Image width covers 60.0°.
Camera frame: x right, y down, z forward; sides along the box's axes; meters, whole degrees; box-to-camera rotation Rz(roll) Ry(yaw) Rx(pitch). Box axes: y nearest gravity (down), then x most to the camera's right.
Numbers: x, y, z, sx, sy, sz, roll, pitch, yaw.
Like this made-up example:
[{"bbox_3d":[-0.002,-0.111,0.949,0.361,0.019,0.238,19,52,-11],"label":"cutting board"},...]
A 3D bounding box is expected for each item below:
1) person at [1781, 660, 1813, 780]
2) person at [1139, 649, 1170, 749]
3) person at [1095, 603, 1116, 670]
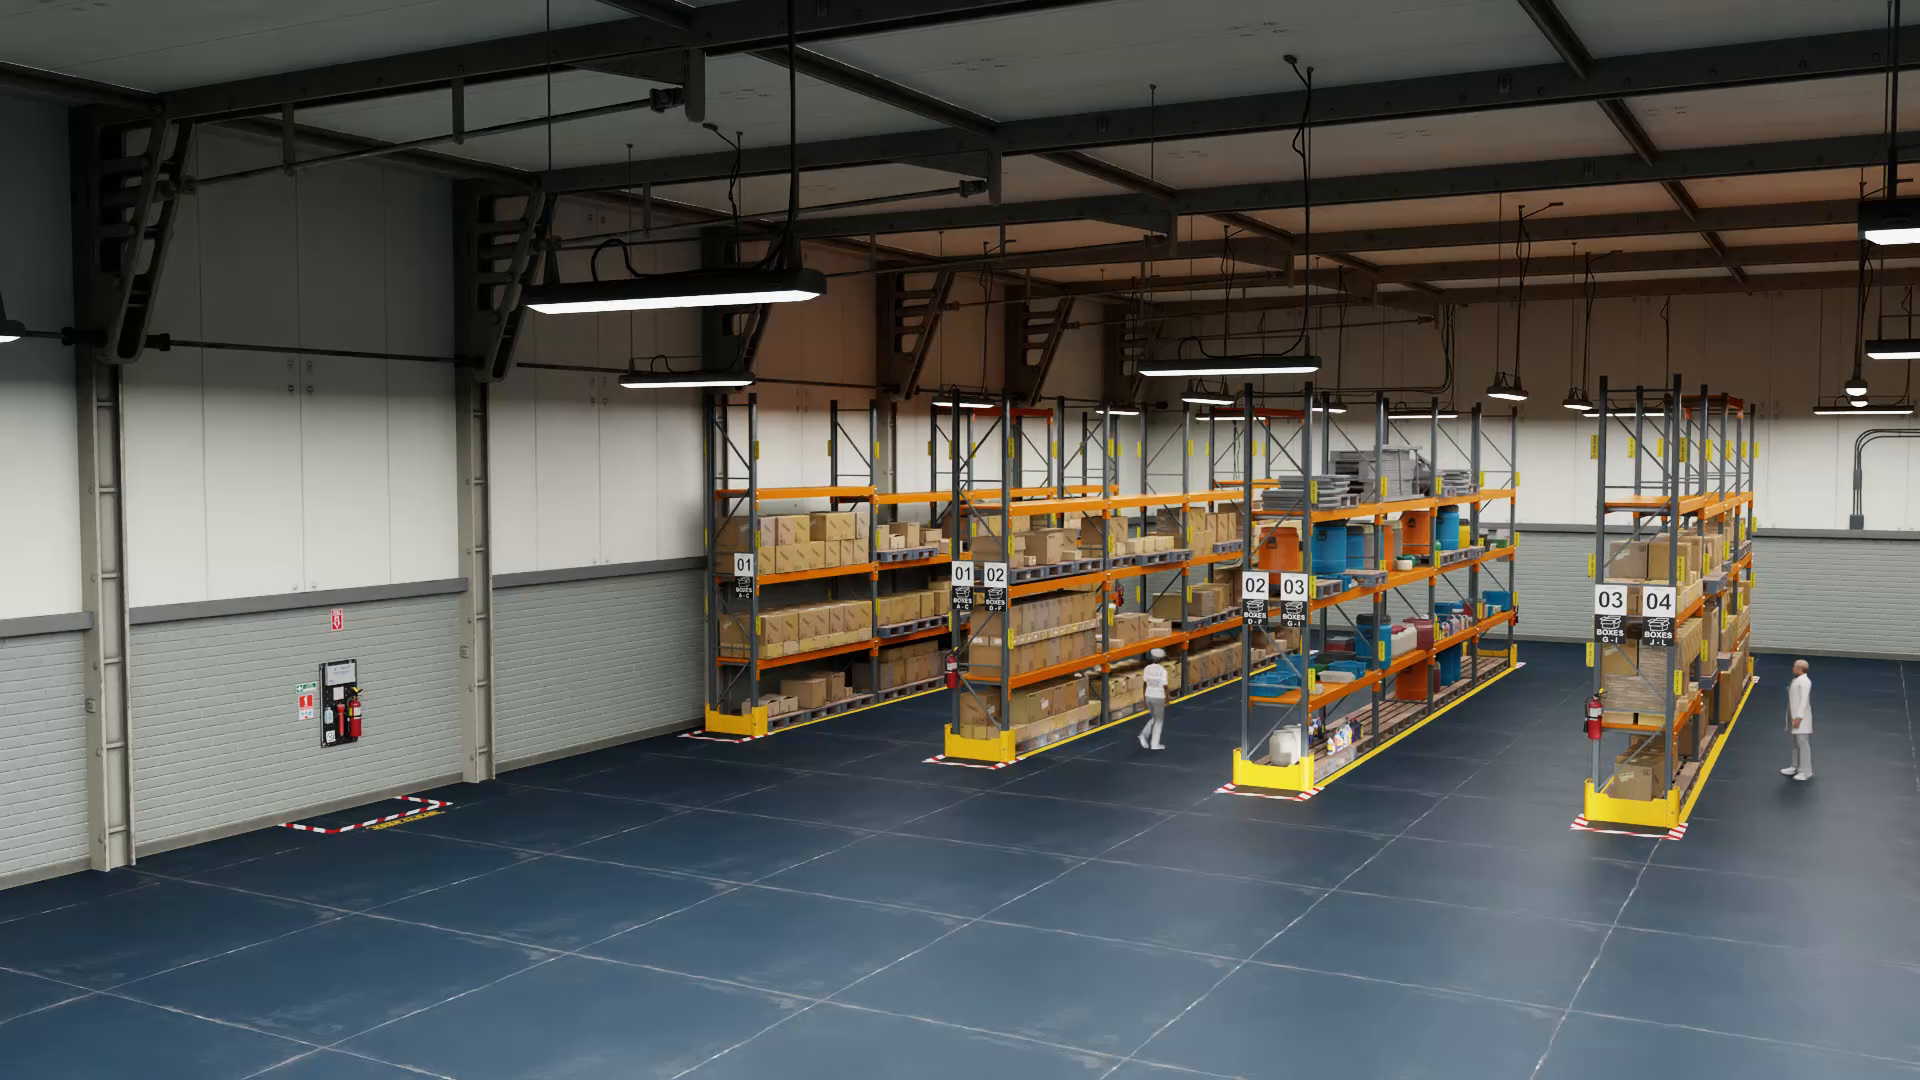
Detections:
[{"bbox_3d":[12.853,2.746,25.476,0.388,1.826,0.579,0,3,2],"label":"person"},{"bbox_3d":[3.255,2.650,27.654,0.466,1.685,0.438,-2,4,-28],"label":"person"},{"bbox_3d":[3.043,2.240,35.215,0.465,1.798,0.581,3,4,42],"label":"person"}]
